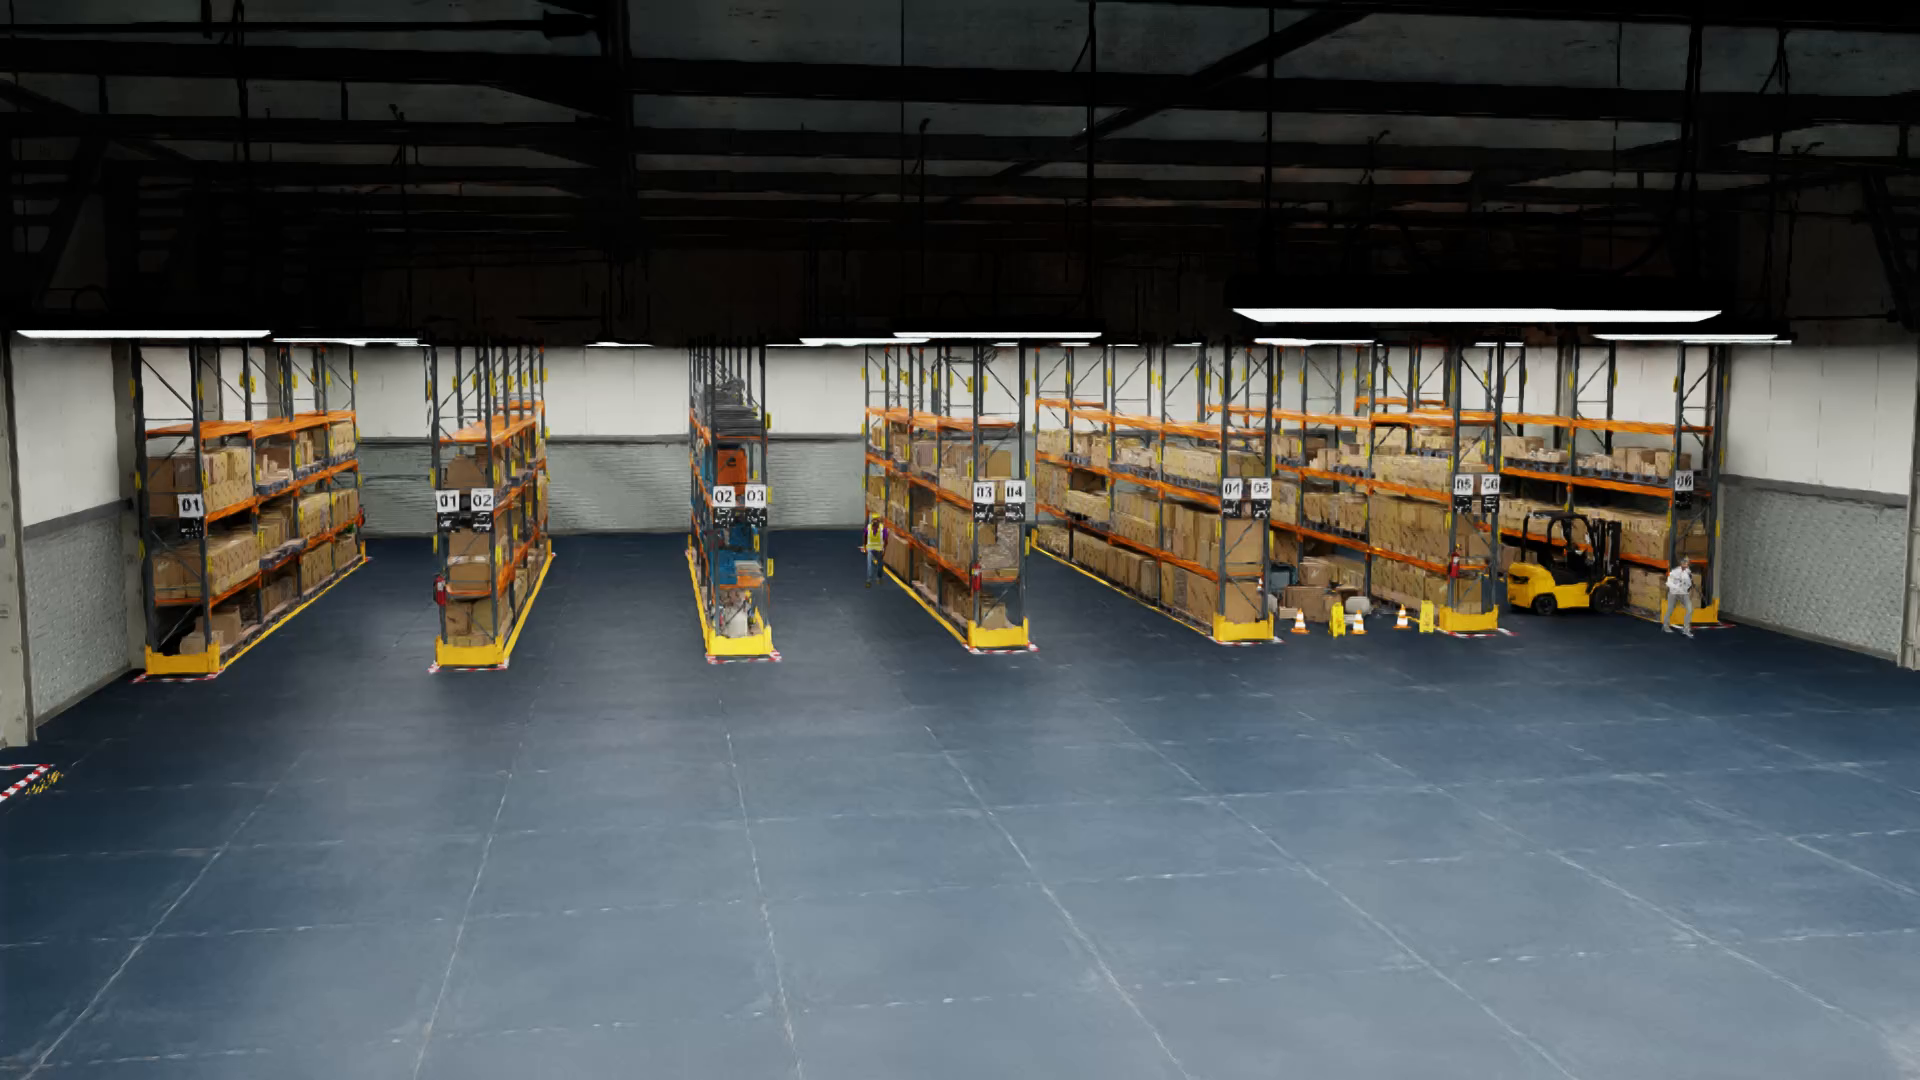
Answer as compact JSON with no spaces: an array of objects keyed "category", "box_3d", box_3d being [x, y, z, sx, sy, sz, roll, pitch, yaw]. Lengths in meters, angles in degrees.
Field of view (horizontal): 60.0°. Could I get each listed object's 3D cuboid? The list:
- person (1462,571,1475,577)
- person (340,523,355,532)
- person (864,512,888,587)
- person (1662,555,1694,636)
[{"category":"person","box_3d":[11.456,0.546,37.654,0.586,1.717,0.654,3,7,22]},{"category":"person","box_3d":[-17.037,-0.468,46.209,0.529,1.785,0.710,3,7,25]},{"category":"person","box_3d":[-1.934,0.201,38.312,0.570,1.707,1.042,0,7,-2]},{"category":"person","box_3d":[14.490,1.088,33.482,0.636,1.621,0.814,-1,7,-5]}]
